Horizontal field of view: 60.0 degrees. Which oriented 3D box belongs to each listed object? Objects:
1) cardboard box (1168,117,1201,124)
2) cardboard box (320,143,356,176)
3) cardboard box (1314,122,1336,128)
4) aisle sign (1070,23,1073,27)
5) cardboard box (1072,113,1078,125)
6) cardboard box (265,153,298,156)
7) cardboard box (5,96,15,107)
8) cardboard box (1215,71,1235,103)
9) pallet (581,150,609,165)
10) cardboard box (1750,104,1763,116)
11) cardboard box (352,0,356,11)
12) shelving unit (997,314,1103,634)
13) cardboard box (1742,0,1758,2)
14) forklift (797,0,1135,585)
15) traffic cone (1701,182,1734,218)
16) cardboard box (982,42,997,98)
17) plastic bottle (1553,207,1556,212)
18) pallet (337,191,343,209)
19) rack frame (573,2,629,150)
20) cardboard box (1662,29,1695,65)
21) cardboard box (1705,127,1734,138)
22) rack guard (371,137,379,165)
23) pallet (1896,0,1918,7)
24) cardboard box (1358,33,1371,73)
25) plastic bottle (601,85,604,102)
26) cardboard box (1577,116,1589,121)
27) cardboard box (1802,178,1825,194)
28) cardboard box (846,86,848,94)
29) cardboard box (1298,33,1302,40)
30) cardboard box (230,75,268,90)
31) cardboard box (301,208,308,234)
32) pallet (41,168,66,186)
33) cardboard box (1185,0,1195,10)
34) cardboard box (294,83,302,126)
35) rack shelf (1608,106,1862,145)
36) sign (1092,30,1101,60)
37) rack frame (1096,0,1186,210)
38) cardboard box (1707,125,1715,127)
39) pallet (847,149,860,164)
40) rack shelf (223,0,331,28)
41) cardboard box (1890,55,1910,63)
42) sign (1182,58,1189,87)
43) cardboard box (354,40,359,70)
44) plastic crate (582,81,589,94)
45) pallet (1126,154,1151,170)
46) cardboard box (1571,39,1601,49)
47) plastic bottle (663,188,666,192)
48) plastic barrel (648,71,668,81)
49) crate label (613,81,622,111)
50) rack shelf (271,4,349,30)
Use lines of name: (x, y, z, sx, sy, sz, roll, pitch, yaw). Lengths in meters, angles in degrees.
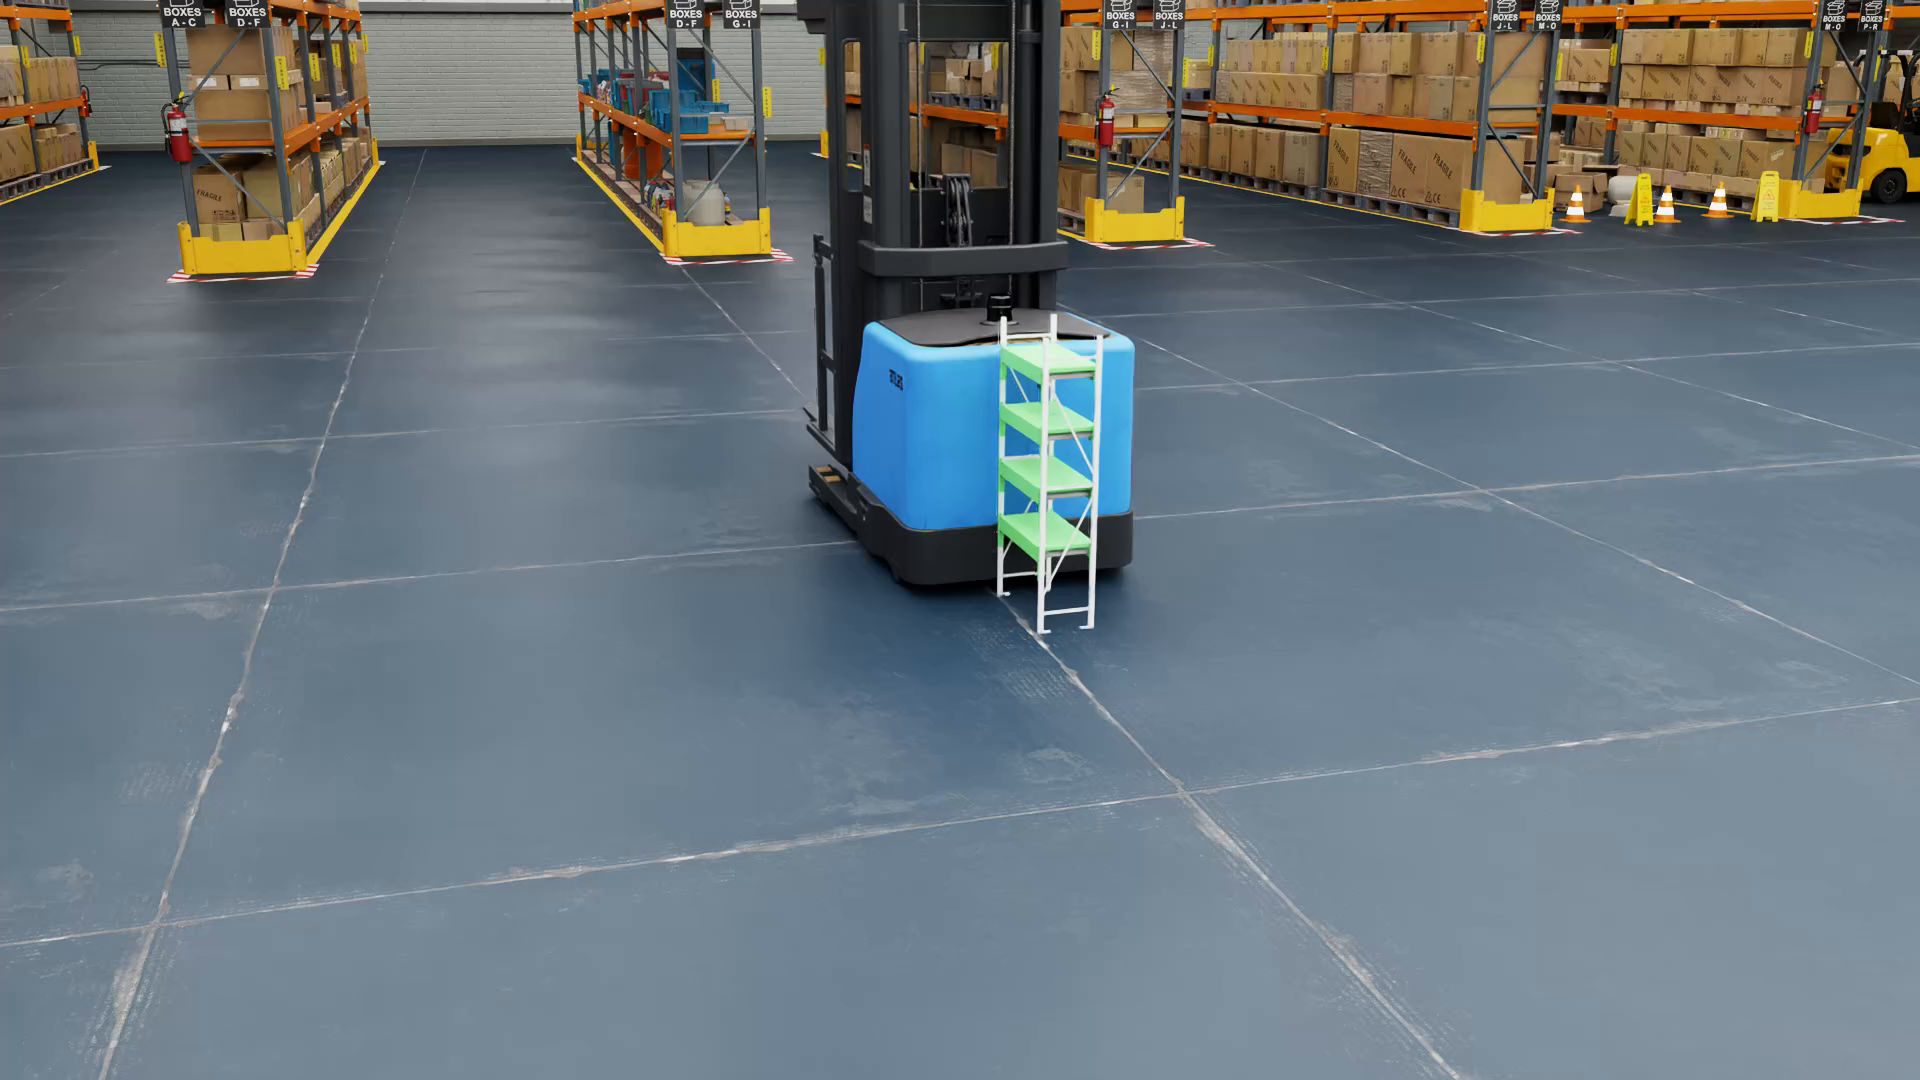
cardboard box: (3.994, -7.416, 29.737, 0.500, 0.250, 0.500, -4, 17, -14)
cardboard box: (-9.896, -6.047, 26.448, 0.500, 0.500, 0.500, -5, 18, -17)
cardboard box: (8.024, -8.533, 34.869, 0.875, 0.438, 0.875, -5, 17, -17)
aisle sign: (2.200, -11.058, 35.032, 0.394, 0.787, 0.004, -5, 17, -15)
cardboard box: (1.592, -5.173, 20.397, 0.380, 0.149, 0.250, -5, 17, -15)
cardboard box: (-9.601, -5.297, 23.448, 0.500, 0.311, 0.500, -5, 17, -17)
cardboard box: (-14.862, -6.778, 25.703, 0.380, 0.149, 0.250, -5, 17, -15)
cardboard box: (4.571, -7.506, 27.552, 0.500, 0.500, 0.500, -5, 17, -15)
pallet: (-6.861, -7.494, 32.533, 1.003, 0.211, 1.213, -5, 17, -15)
cardboard box: (11.103, -5.910, 22.850, 0.380, 0.149, 0.250, -5, 17, -16)
cardboard box: (-11.142, -9.637, 29.868, 0.500, 0.250, 0.500, -5, 17, -15)
shelving unit: (0.355, -0.276, 6.772, 0.258, 1.200, 0.503, -5, 19, -17)
cardboard box: (11.011, -7.486, 22.882, 0.380, 0.149, 0.250, -5, 17, -16)
forklift: (-0.155, -1.596, 8.170, 1.130, 2.935, 3.031, -5, 17, -16)
traffic cone: (10.279, -4.612, 22.501, 0.336, 0.463, 0.334, -5, 17, -15)
cardboard box: (0.926, -6.852, 23.777, 1.000, 1.000, 1.000, -5, 17, -15)
plastic bottle: (8.192, -4.638, 23.286, 0.133, 0.061, 0.283, -12, 20, -34)
pallet: (-9.426, -4.891, 23.867, 1.003, 0.211, 1.213, -5, 17, -15)
rack frame: (-7.050, -9.061, 32.902, 1.000, 3.000, 0.127, -5, 17, -15)
cardboard box: (10.682, -7.163, 24.155, 0.700, 0.500, 0.500, -5, 17, -16)
cardboard box: (10.865, -5.804, 23.679, 0.380, 0.149, 0.250, -4, 17, -13)
rack guard: (-11.793, -7.452, 31.891, 1.175, 0.500, 0.348, -5, 17, -15)
pallet: (15.055, -8.898, 27.478, 0.805, 0.209, 1.217, -5, 18, -17)
cardboard box: (6.138, -6.838, 23.366, 0.875, 0.550, 0.550, -5, 17, -15)
plastic bottle: (-5.935, -7.481, 27.857, 0.152, 0.276, 0.135, -5, 17, -15)
cardboard box: (12.954, -8.717, 34.246, 0.380, 0.149, 0.250, -4, 17, -13)
cardboard box: (11.682, -4.939, 23.231, 0.500, 0.250, 0.500, -5, 17, -16)
cardboard box: (-2.010, -8.710, 32.171, 0.380, 0.149, 0.250, -4, 17, -14)
cardboard box: (7.386, -10.665, 35.205, 0.380, 0.149, 0.250, -5, 17, -15)
cardboard box: (-7.317, -4.728, 17.178, 0.380, 0.149, 0.250, -5, 17, -16)
cardboard box: (-7.628, -3.571, 18.675, 0.500, 0.250, 0.500, -5, 17, -15)
pallet: (-15.610, -6.052, 27.733, 1.003, 0.211, 1.213, -5, 17, -15)
cardboard box: (4.156, -9.363, 28.521, 0.500, 0.500, 0.500, -5, 17, -15)
cardboard box: (-8.388, -5.276, 20.130, 0.700, 0.500, 0.500, -5, 17, -17)
rack shelf: (11.088, -6.019, 24.025, 1.077, 0.370, 4.000, -5, 17, -15)
sign: (1.570, -5.694, 19.132, 0.100, 0.325, 0.005, -5, 17, -15)
rack frame: (2.109, -5.027, 19.472, 1.000, 3.000, 0.127, -5, 17, -15)
cardboard box: (14.367, -7.900, 31.525, 0.380, 0.149, 0.250, -4, 17, -12)
pallet: (-1.661, -7.565, 32.769, 1.003, 0.211, 1.213, -5, 17, -15)
rack shelf: (-9.066, -6.996, 22.065, 1.077, 0.370, 4.000, -5, 17, -15)
cardboard box: (15.112, -7.699, 26.551, 0.380, 0.149, 0.250, -4, 17, -14)
sign: (2.631, -5.484, 19.490, 0.100, 0.325, 0.005, -5, 17, -15)
cardboard box: (-10.856, -8.528, 29.216, 0.500, 0.500, 0.500, -5, 17, -17)
plastic crate: (-6.854, -8.468, 31.114, 0.416, 0.233, 0.300, -5, 17, -15)
pallet: (3.824, -7.159, 31.419, 1.003, 0.211, 1.213, -5, 17, -15)
cardboard box: (9.992, -7.918, 26.549, 0.380, 0.149, 0.250, -5, 17, -17)
plastic bottle: (-3.773, -4.359, 21.226, 0.097, 0.271, 0.097, 0, 17, 0)
plastic barrel: (-4.433, -6.809, 25.168, 0.600, 0.536, 0.708, -5, 17, -15)
crate label: (-4.839, -6.569, 24.544, 0.502, 0.435, 0.616, -5, 17, -15)
rack shelf: (-10.165, -8.102, 25.748, 1.077, 0.370, 4.000, -5, 17, -15)
